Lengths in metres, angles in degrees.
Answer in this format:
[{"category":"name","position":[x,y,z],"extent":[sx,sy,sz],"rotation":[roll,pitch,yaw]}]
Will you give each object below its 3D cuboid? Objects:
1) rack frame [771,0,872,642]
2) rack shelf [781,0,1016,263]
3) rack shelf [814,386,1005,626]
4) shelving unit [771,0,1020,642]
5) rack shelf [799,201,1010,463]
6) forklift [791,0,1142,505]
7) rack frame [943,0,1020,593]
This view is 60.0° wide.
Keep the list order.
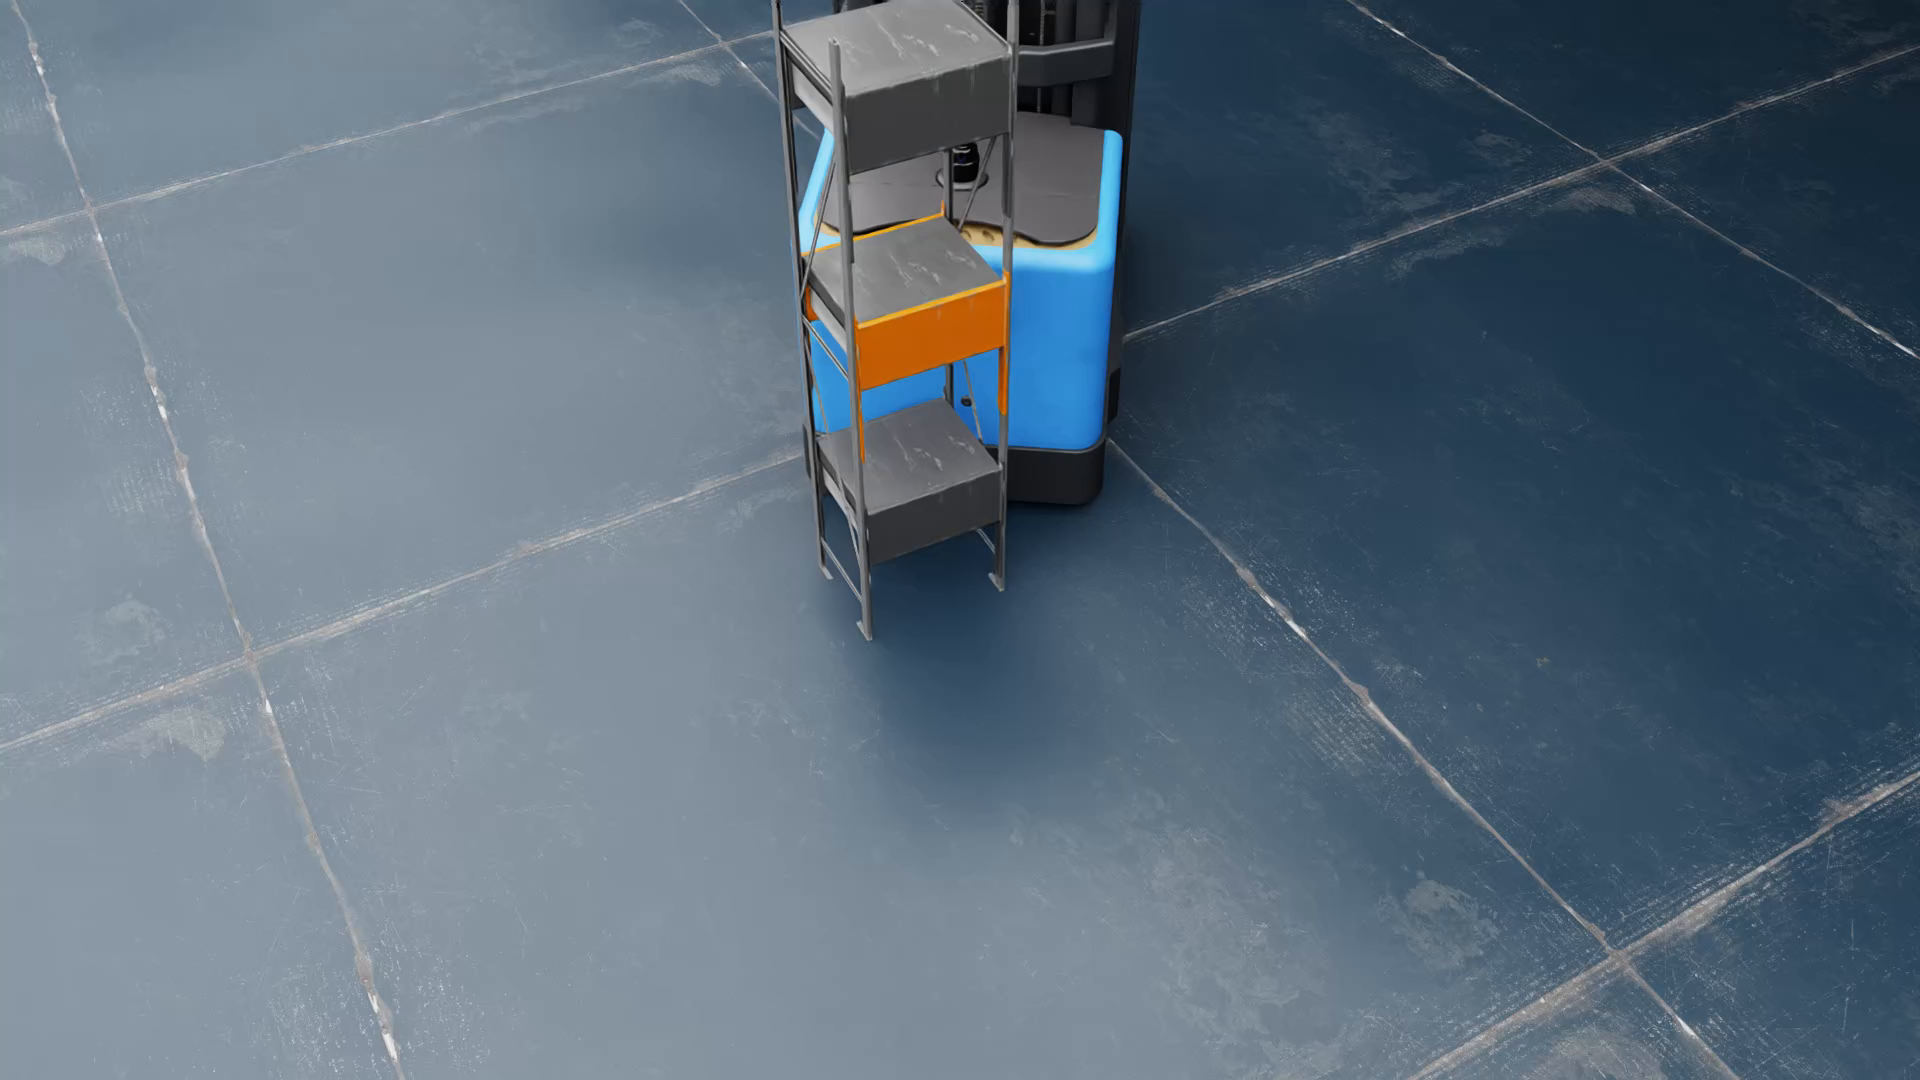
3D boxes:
[{"category":"rack frame","position":[-0.384,-0.547,4.806],"extent":[0.015,2.100,0.400],"rotation":[-20,48,-19]},{"category":"rack shelf","position":[-0.167,-1.117,4.408],"extent":[0.480,0.518,0.431],"rotation":[-20,48,-19]},{"category":"rack shelf","position":[-0.167,-0.113,5.383],"extent":[0.480,0.518,0.431],"rotation":[-20,48,-19]},{"category":"shelving unit","position":[-0.167,-0.625,4.886],"extent":[0.503,2.100,0.431],"rotation":[-20,48,-19]},{"category":"rack shelf","position":[-0.167,-0.615,4.895],"extent":[0.480,0.518,0.431],"rotation":[-20,48,-19]},{"category":"forklift","position":[0.121,-2.202,5.914],"extent":[1.130,2.935,3.031],"rotation":[4,44,4]},{"category":"rack frame","position":[0.050,-0.703,4.966],"extent":[0.015,2.100,0.400],"rotation":[-20,48,-19]}]
